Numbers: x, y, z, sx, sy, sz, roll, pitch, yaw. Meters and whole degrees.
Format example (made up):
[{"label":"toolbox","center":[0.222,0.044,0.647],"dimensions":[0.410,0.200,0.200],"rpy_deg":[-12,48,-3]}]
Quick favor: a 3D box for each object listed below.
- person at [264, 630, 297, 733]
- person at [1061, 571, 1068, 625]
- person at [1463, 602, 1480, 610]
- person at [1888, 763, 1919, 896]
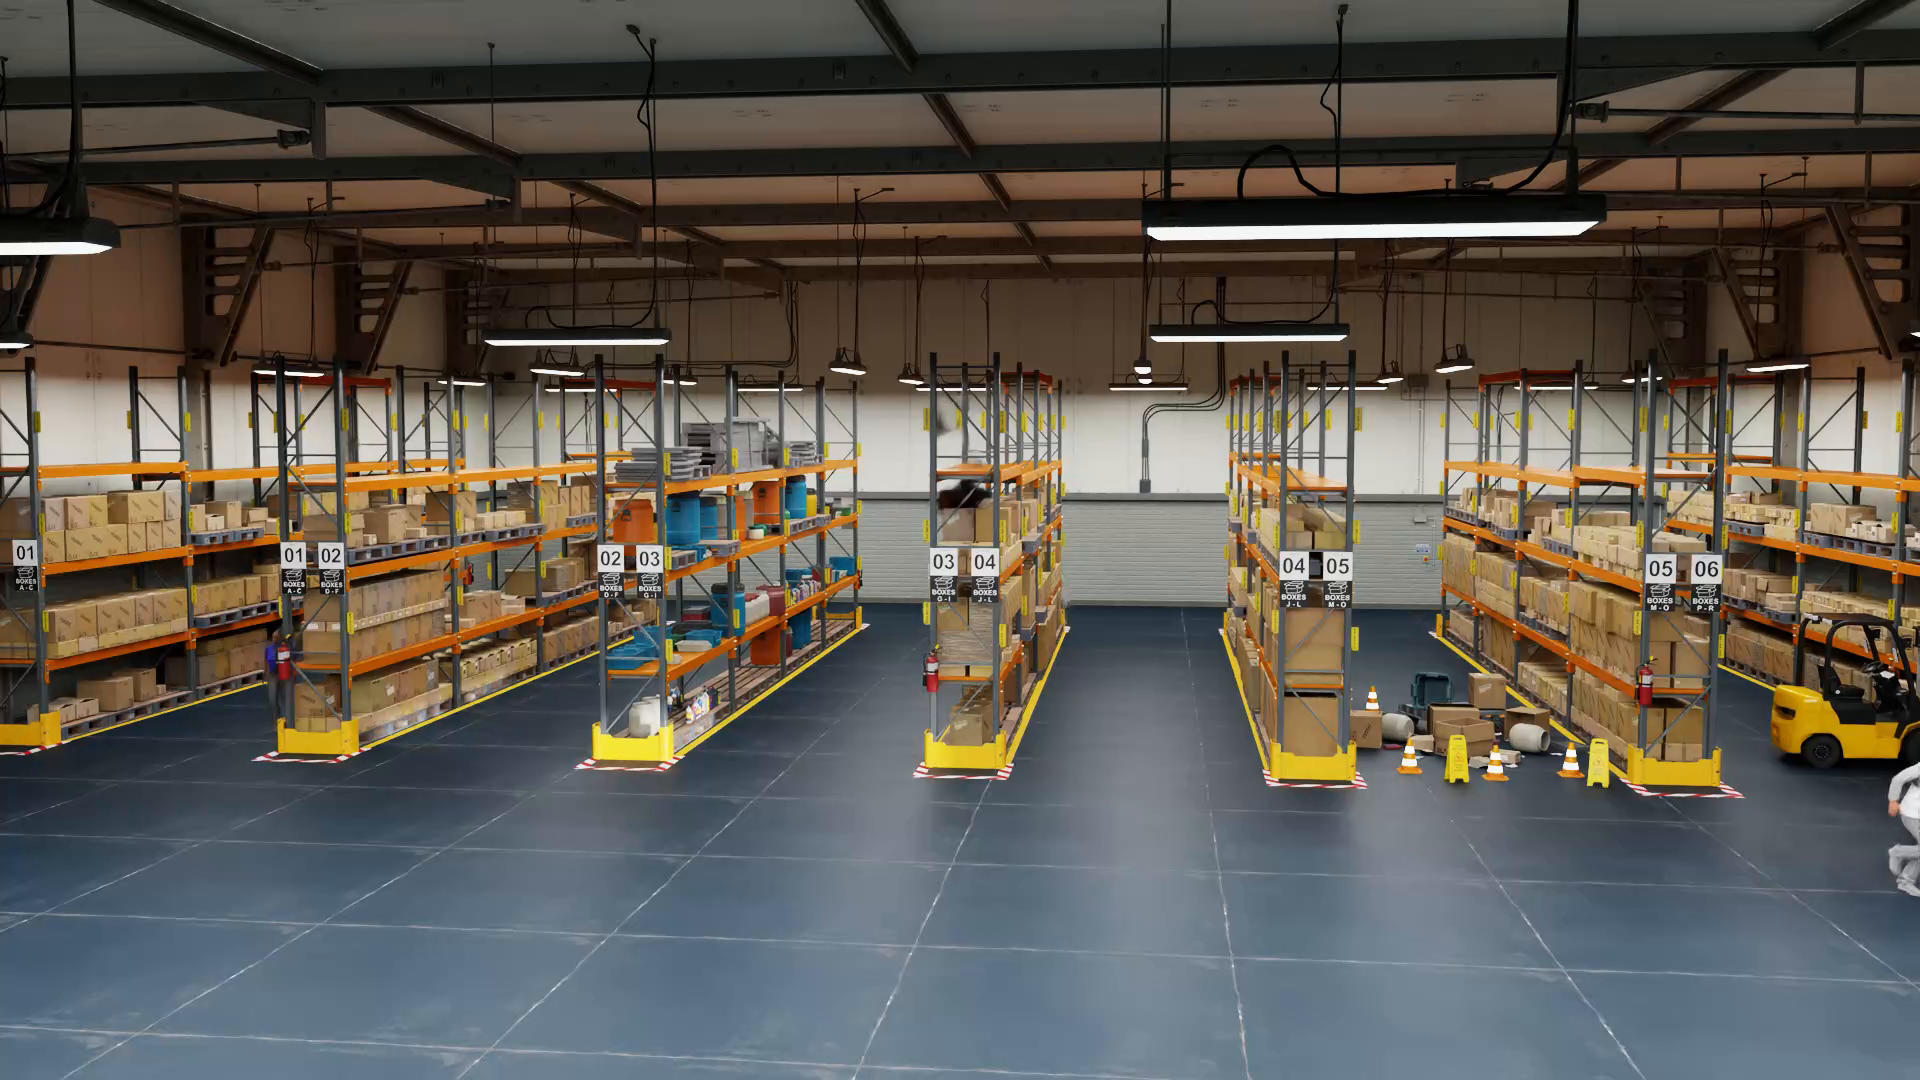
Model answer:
[{"label":"person","center":[-11.111,2.276,27.211],"dimensions":[0.559,1.640,0.816],"rpy_deg":[0,4,-5]},{"label":"person","center":[2.378,1.325,41.351],"dimensions":[0.673,1.578,0.579],"rpy_deg":[4,5,42]},{"label":"person","center":[12.377,1.356,39.953],"dimensions":[0.608,1.654,0.643],"rpy_deg":[4,6,44]},{"label":"person","center":[10.203,2.926,17.546],"dimensions":[0.647,1.701,0.721],"rpy_deg":[-2,5,-29]}]
